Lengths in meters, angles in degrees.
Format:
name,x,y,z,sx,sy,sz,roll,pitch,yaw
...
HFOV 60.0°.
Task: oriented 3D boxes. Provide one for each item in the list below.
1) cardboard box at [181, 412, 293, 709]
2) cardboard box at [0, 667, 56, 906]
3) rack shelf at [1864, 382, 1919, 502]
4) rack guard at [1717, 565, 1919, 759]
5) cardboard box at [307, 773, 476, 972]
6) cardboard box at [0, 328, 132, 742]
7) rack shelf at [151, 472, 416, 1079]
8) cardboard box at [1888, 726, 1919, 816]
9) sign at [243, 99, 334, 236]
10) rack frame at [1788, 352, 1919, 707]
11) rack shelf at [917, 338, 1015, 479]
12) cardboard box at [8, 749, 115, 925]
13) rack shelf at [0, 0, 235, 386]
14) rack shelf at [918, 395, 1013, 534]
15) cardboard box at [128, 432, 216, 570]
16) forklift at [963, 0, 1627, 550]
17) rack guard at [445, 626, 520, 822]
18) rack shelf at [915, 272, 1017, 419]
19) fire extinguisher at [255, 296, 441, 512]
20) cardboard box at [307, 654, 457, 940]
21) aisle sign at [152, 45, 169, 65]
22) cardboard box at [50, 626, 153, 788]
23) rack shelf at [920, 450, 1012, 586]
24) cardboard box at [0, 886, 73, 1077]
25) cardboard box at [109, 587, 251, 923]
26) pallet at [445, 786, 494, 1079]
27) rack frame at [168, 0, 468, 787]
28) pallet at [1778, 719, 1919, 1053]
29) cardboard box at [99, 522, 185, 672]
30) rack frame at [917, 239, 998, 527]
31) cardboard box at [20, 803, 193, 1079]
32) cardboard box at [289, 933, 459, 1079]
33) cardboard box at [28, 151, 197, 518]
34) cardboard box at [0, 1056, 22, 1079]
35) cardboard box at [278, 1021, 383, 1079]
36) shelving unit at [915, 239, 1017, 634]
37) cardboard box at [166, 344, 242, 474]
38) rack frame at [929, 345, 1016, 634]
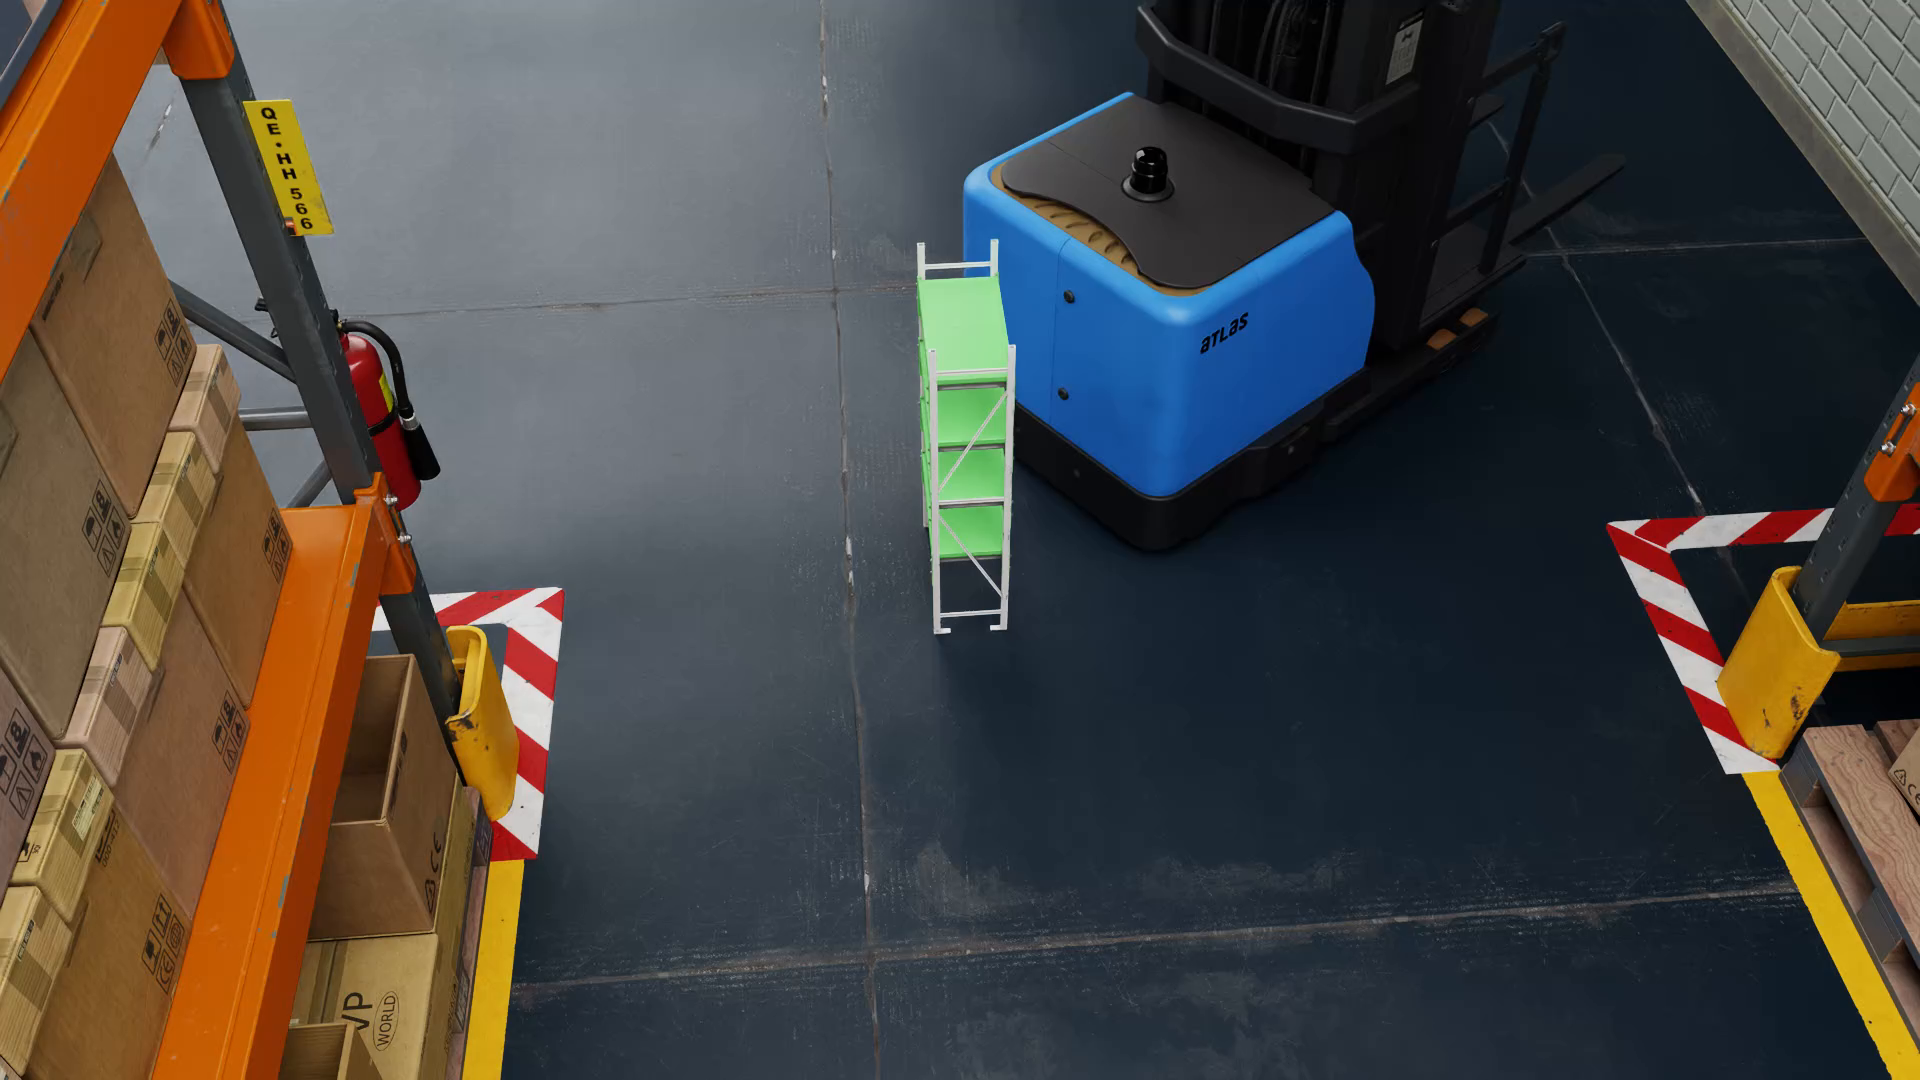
name,x,y,z,sx,sy,sz,roll,pitch,yaw
cardboard box,-1.909,0.039,3.578,0.700,0.500,0.500,-3,47,-3
cardboard box,-1.812,0.376,2.366,0.700,0.500,0.500,-3,47,-3
rack shelf,3.168,1.125,3.114,1.077,0.370,4.000,-3,47,-3
rack guard,3.007,0.345,5.078,1.175,0.500,0.348,-3,47,-3
cardboard box,-1.596,0.906,4.431,0.500,0.250,0.500,-3,47,-3
cardboard box,-1.855,0.011,2.711,0.700,0.500,0.500,-5,47,-4
rack shelf,-1.768,1.429,2.826,1.077,0.370,4.000,-3,47,-3
cardboard box,2.969,0.710,4.560,0.500,0.311,0.500,-8,47,-8
sign,-1.393,-0.768,3.451,0.100,0.325,0.005,-3,47,-3
rack frame,3.001,-0.569,4.223,1.000,3.000,0.127,-3,47,-3
rack shelf,0.014,-0.414,5.073,0.258,0.148,0.480,-3,47,-3
cardboard box,-1.627,0.489,2.706,0.380,0.149,0.250,-2,47,-2
rack shelf,-1.768,0.398,1.737,1.077,0.370,4.000,-3,47,-3
rack shelf,0.014,-0.249,5.247,0.258,0.148,0.480,-3,47,-3
cardboard box,-1.690,-0.069,3.233,0.380,0.149,0.250,-2,47,-2
forklift,1.436,-1.904,5.534,3.031,2.935,1.130,-33,55,-27
rack guard,-1.937,0.577,4.859,1.175,0.500,0.348,-3,47,-3
rack shelf,0.014,-0.579,4.899,0.258,0.148,0.480,-3,47,-3
fire extinguisher,-1.482,-0.352,4.071,0.296,0.674,0.183,-3,47,-3
cardboard box,-1.594,0.648,4.158,0.500,0.500,0.500,-3,47,-3
aisle sign,-1.648,-1.225,3.053,0.394,0.787,0.004,-3,47,-3
cardboard box,-1.650,0.299,2.886,0.380,0.149,0.250,-3,47,-3
rack shelf,0.014,-0.084,5.422,0.258,0.148,0.480,-3,47,-3
cardboard box,-1.603,0.679,2.525,0.380,0.149,0.250,-2,47,-2
cardboard box,-1.860,0.419,3.219,0.700,0.500,0.500,-2,47,-2
pallet,-1.829,1.244,4.426,1.003,0.211,1.213,-3,47,-3
rack frame,-1.935,-0.265,3.935,1.000,3.000,0.127,-3,47,-3
pallet,3.040,1.035,4.625,1.003,0.211,1.213,-3,47,-3
cardboard box,-1.668,0.116,3.058,0.380,0.149,0.250,-4,47,-4
rack frame,-0.007,-0.469,5.368,0.240,1.200,0.015,-3,47,-3
cardboard box,-1.824,0.778,2.878,0.700,0.500,0.500,-3,47,-3
cardboard box,-1.542,1.267,4.089,0.500,0.250,0.500,-3,47,-3
cardboard box,-1.904,-0.369,3.071,0.700,0.500,0.500,-3,47,-3
cardboard box,-1.581,0.864,2.350,0.380,0.149,0.250,-4,47,-4
cardboard box,-1.495,1.371,3.474,0.500,0.500,0.500,-3,47,-3
shelving unit,0.014,-0.293,5.201,0.258,1.200,0.503,-3,47,-3
cardboard box,-1.713,-0.258,3.413,0.380,0.149,0.250,-4,47,-4
rack frame,0.034,-0.116,5.034,0.240,1.200,0.015,-3,47,-3
